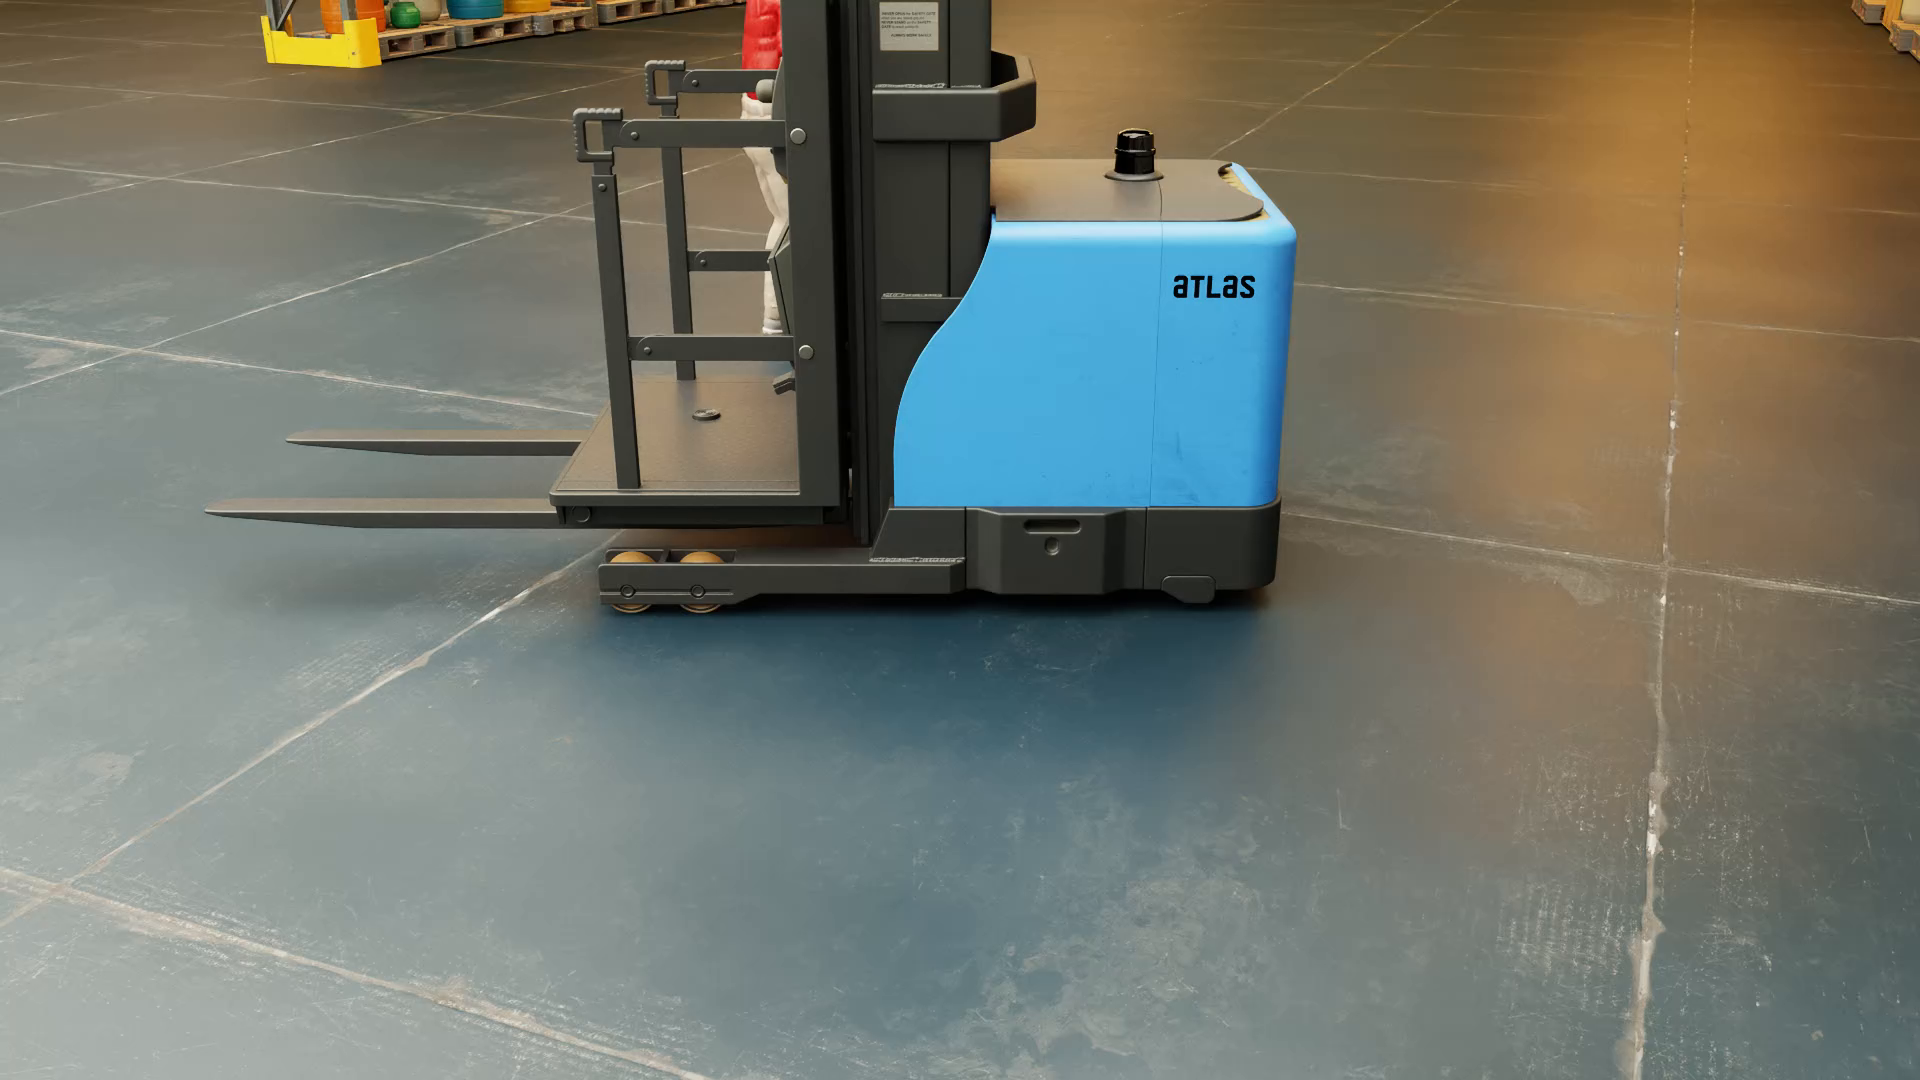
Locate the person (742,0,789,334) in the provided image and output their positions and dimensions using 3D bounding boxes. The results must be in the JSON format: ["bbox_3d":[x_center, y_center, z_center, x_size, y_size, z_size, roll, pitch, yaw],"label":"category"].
[{"bbox_3d":[-0.684,-1.660,6.823,0.389,1.727,0.603,-8,24,-19],"label":"person"}]

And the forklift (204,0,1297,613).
[{"bbox_3d":[-0.628,-1.354,4.531,3.031,2.935,1.130,0,23,0],"label":"forklift"}]
